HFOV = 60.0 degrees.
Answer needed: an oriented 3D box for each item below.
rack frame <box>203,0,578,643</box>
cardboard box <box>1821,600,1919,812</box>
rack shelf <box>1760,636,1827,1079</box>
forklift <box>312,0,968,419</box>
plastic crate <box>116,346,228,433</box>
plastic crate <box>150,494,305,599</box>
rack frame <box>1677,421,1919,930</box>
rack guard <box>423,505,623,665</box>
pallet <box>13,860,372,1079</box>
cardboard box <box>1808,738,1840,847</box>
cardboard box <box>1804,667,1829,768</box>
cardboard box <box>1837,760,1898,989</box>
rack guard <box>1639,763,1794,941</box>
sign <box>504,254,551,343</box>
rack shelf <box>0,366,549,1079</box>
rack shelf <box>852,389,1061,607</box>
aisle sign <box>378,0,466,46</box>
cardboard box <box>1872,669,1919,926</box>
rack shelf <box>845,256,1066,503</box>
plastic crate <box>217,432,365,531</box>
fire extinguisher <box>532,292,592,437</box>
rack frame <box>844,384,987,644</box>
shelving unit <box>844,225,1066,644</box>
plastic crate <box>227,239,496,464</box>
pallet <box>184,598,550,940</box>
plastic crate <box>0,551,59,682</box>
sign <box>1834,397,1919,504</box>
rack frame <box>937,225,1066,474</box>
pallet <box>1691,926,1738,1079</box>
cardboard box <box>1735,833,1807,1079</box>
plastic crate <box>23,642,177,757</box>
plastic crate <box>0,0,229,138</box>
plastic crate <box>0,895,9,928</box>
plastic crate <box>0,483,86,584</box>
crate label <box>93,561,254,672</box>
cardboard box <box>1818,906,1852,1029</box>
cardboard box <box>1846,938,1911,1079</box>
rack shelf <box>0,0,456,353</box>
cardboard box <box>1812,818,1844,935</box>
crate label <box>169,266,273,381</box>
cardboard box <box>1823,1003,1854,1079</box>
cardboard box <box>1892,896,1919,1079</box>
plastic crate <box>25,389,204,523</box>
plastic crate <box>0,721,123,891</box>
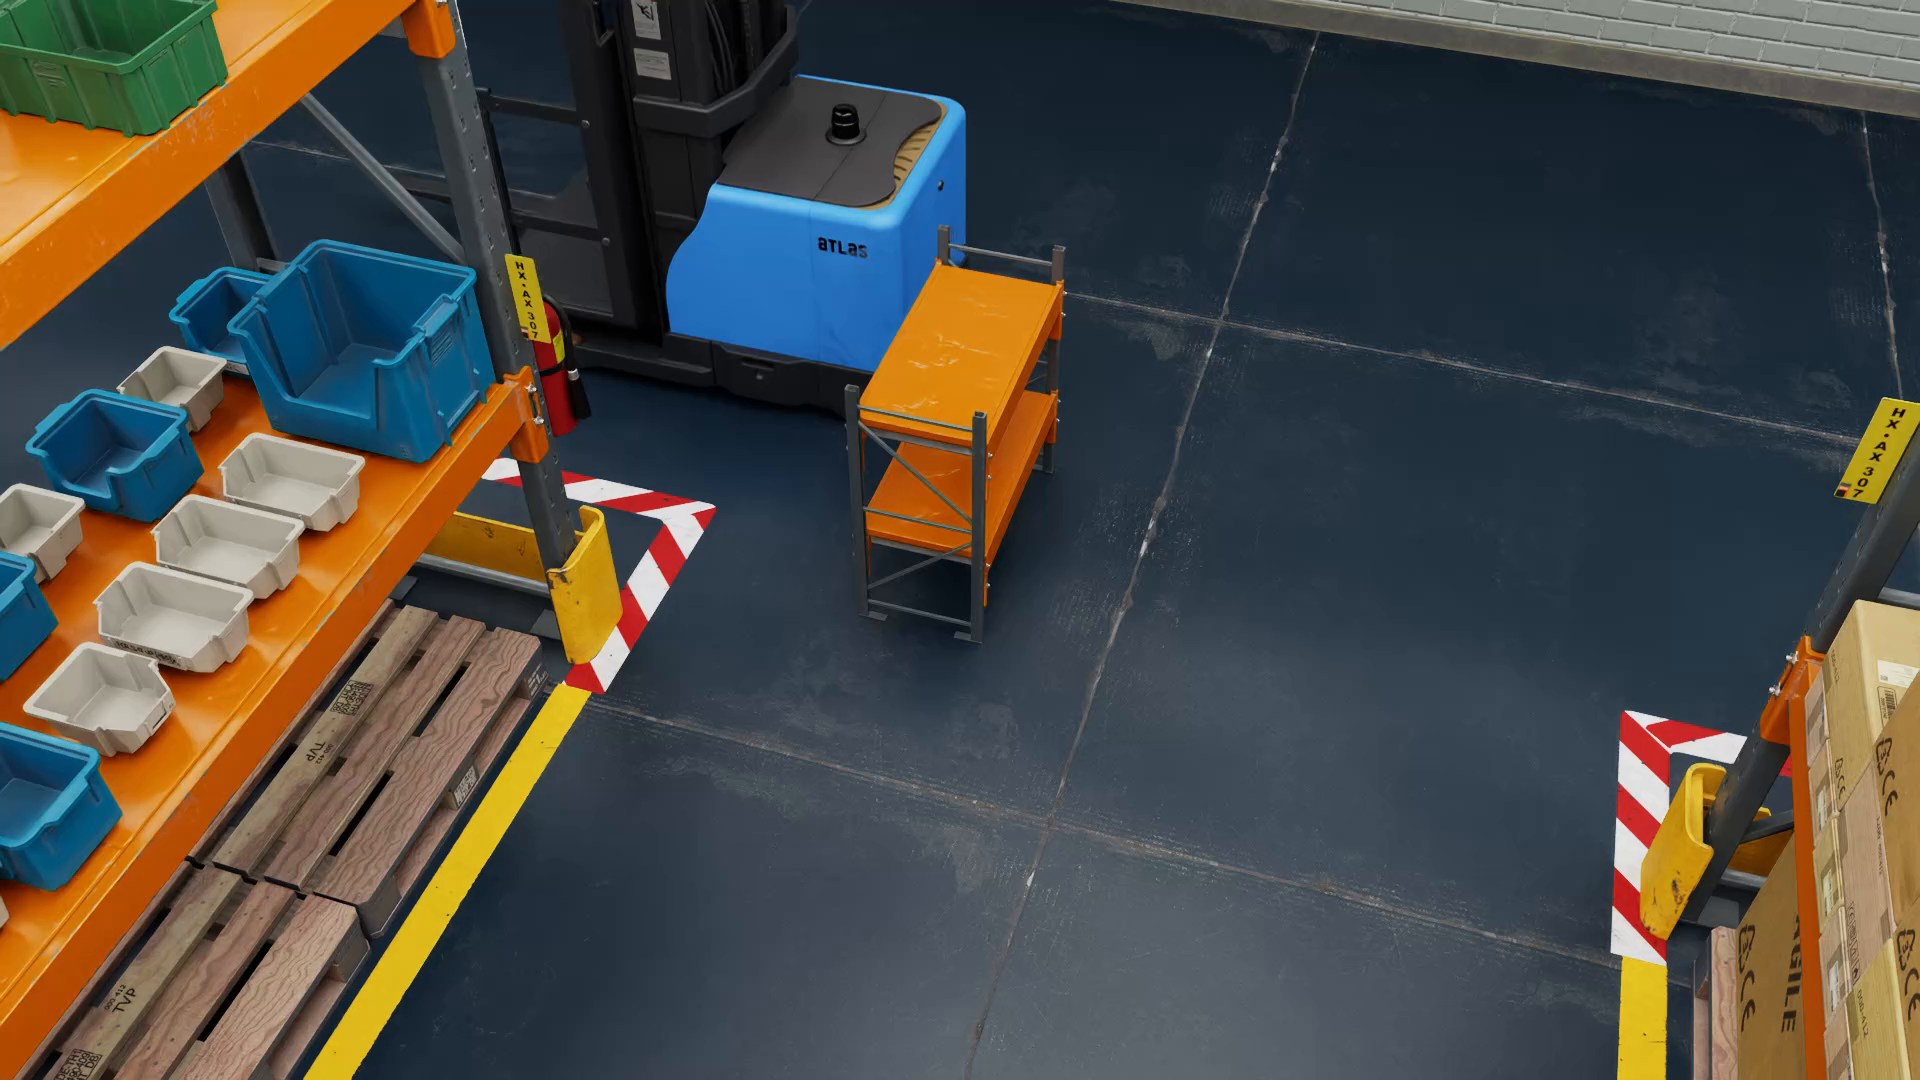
[{"bbox_3d":[-1.897,-0.810,5.433,1.000,3.000,0.127,13,46,13],"label":"rack frame"},{"bbox_3d":[2.421,0.449,4.041,0.500,0.250,0.500,11,46,11],"label":"cardboard box"},{"bbox_3d":[2.218,1.830,3.250,1.077,0.370,4.000,13,46,13],"label":"rack shelf"},{"bbox_3d":[-1.537,-2.165,6.867,3.031,2.935,1.130,12,46,12],"label":"forklift"},{"bbox_3d":[-2.461,-0.446,5.207,0.250,0.136,0.298,13,46,13],"label":"plastic crate"},{"bbox_3d":[-2.073,0.035,4.715,0.396,0.136,0.243,13,46,13],"label":"plastic crate"},{"bbox_3d":[2.824,0.239,4.361,1.000,3.000,0.127,13,46,13],"label":"rack frame"},{"bbox_3d":[-1.902,0.065,6.326,1.175,0.500,0.348,13,46,13],"label":"rack guard"},{"bbox_3d":[-2.555,1.539,5.026,1.003,0.211,1.213,13,46,13],"label":"pallet"},{"bbox_3d":[2.325,0.667,4.103,0.380,0.149,0.250,12,46,12],"label":"cardboard box"},{"bbox_3d":[2.402,0.496,4.278,0.380,0.149,0.250,13,46,13],"label":"cardboard box"},{"bbox_3d":[2.270,0.797,3.685,0.500,0.250,0.500,12,46,12],"label":"cardboard box"},{"bbox_3d":[2.831,1.117,5.251,1.175,0.500,0.348,13,46,13],"label":"rack guard"},{"bbox_3d":[-1.368,-0.762,5.268,0.100,0.325,0.005,13,46,13],"label":"sign"},{"bbox_3d":[-2.502,0.780,4.322,1.077,0.370,4.000,13,46,13],"label":"rack shelf"},{"bbox_3d":[0.002,-0.232,6.532,0.538,0.278,1.000,13,46,13],"label":"rack shelf"},{"bbox_3d":[-1.596,-1.725,4.509,0.394,0.787,0.004,13,46,13],"label":"aisle sign"},{"bbox_3d":[2.270,0.515,3.438,0.500,0.500,0.500,12,46,12],"label":"cardboard box"},{"bbox_3d":[0.002,-0.616,6.156,0.538,0.278,1.000,13,46,13],"label":"rack shelf"},{"bbox_3d":[-1.971,-0.155,4.909,0.396,0.136,0.243,13,46,13],"label":"plastic crate"},{"bbox_3d":[-1.418,-0.653,5.595,0.296,0.674,0.183,13,46,13],"label":"fire extinguisher"},{"bbox_3d":[-0.152,-0.068,6.015,0.500,1.125,0.032,13,46,13],"label":"rack frame"},{"bbox_3d":[0.002,-0.407,6.361,0.538,1.125,1.048,13,46,13],"label":"shelving unit"},{"bbox_3d":[-1.820,-0.581,5.131,0.616,0.435,0.499,13,46,13],"label":"plastic crate"},{"bbox_3d":[-2.183,0.728,5.855,1.003,0.211,1.213,13,46,13],"label":"pallet"},{"bbox_3d":[-2.684,0.201,4.477,0.416,0.233,0.300,13,46,13],"label":"plastic crate"},{"bbox_3d":[2.297,-0.220,4.154,0.100,0.325,0.005,13,46,13],"label":"sign"},{"bbox_3d":[0.156,-0.745,6.707,0.500,1.125,0.032,13,46,13],"label":"rack frame"},{"bbox_3d":[2.656,1.786,4.774,1.003,0.211,1.213,13,46,13],"label":"pallet"},{"bbox_3d":[2.706,1.292,4.504,0.875,0.875,0.875,13,46,13],"label":"cardboard box"},{"bbox_3d":[-2.206,0.427,4.314,0.298,0.136,0.250,13,46,13],"label":"plastic crate"},{"bbox_3d":[-1.923,-1.088,3.724,0.450,0.188,0.336,13,46,13],"label":"plastic crate"},{"bbox_3d":[-2.470,0.899,3.729,0.437,0.282,0.530,13,46,13],"label":"plastic crate"},{"bbox_3d":[-2.667,0.006,4.744,0.250,0.136,0.298,13,46,13],"label":"plastic crate"},{"bbox_3d":[-2.134,0.226,4.520,0.396,0.136,0.243,13,46,13],"label":"crate label"},{"bbox_3d":[2.170,1.012,3.751,0.380,0.149,0.250,12,46,12],"label":"cardboard box"},{"bbox_3d":[2.114,1.131,3.344,0.500,0.250,0.500,11,45,11],"label":"cardboard box"},{"bbox_3d":[-2.502,-0.292,3.273,1.077,0.370,4.000,13,46,13],"label":"rack shelf"},{"bbox_3d":[2.248,0.838,3.929,0.380,0.149,0.250,12,46,12],"label":"cardboard box"},{"bbox_3d":[-2.285,-0.677,5.373,0.416,0.233,0.303,13,46,13],"label":"crate label"},{"bbox_3d":[2.092,1.181,3.578,0.380,0.149,0.250,12,46,12],"label":"cardboard box"},{"bbox_3d":[2.118,0.861,3.084,0.500,0.500,0.500,11,46,11],"label":"cardboard box"},{"bbox_3d":[-2.485,-0.238,4.925,0.416,0.233,0.300,13,46,13],"label":"plastic crate"},{"bbox_3d":[-2.274,0.652,4.016,0.416,0.233,0.300,13,46,13],"label":"plastic crate"}]
